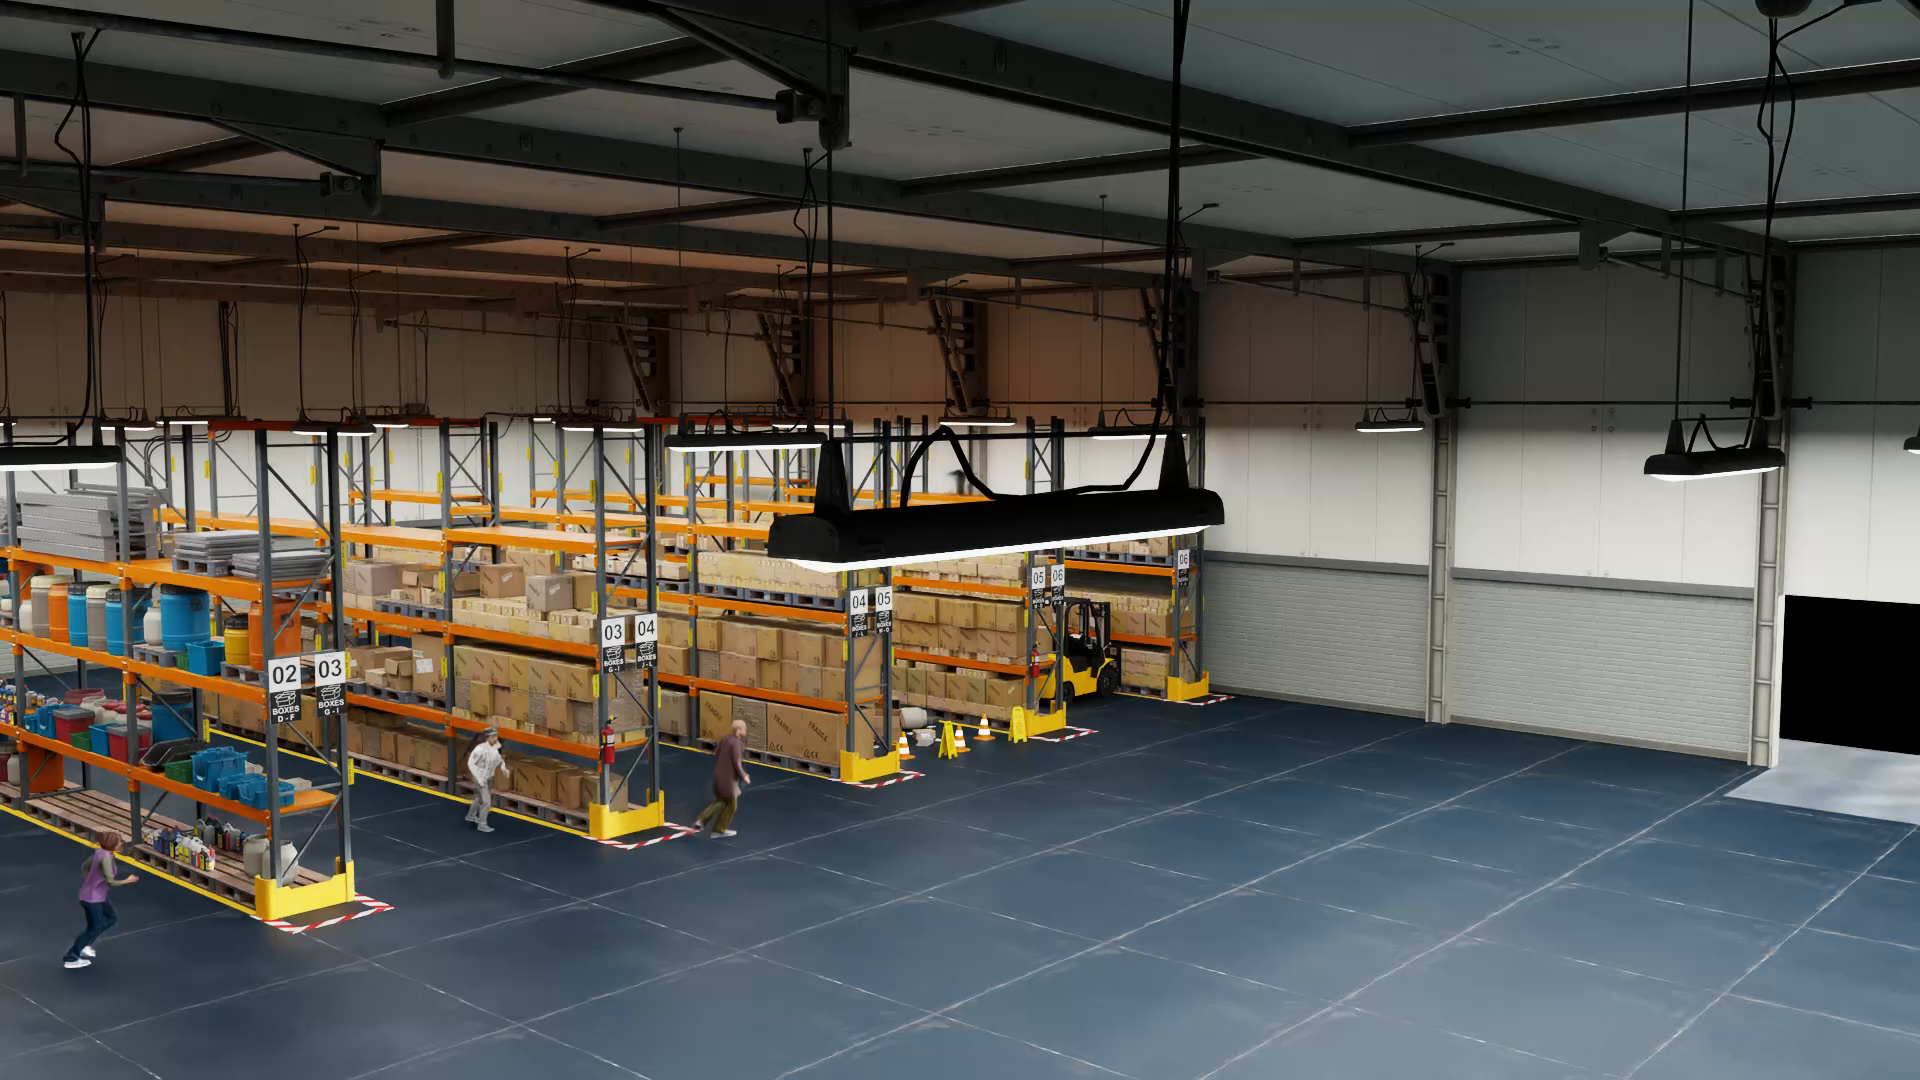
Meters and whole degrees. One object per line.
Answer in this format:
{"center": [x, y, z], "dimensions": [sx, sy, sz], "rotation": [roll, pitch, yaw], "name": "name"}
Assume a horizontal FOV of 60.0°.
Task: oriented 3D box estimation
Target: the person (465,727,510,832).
{"center": [-7.046, 3.495, 24.547], "dimensions": [0.838, 1.578, 0.625], "rotation": [2, 5, 21], "name": "person"}

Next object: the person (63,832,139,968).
{"center": [-9.680, 4.030, 18.729], "dimensions": [0.794, 1.502, 0.545], "rotation": [-3, 6, -32], "name": "person"}

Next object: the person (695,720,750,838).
{"center": [-3.460, 3.470, 24.130], "dimensions": [0.779, 1.704, 0.690], "rotation": [-3, 5, -30], "name": "person"}
